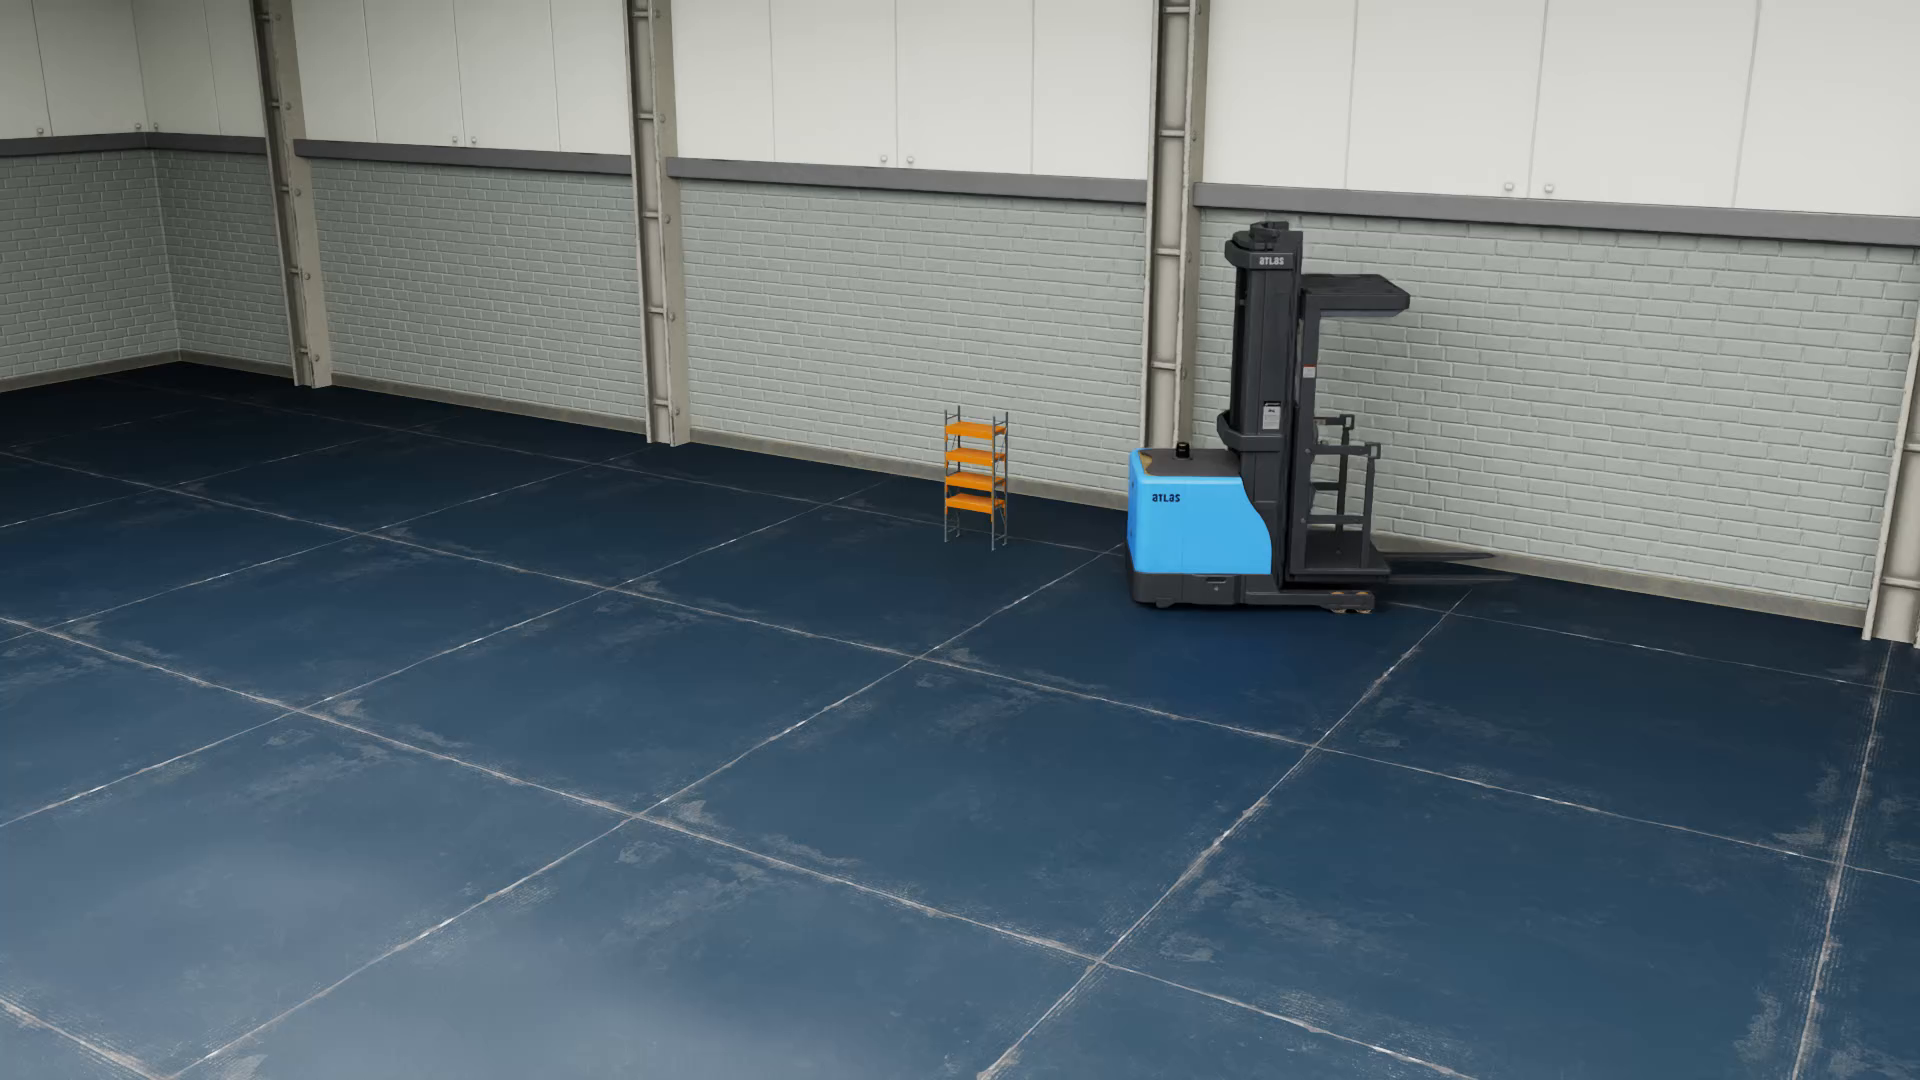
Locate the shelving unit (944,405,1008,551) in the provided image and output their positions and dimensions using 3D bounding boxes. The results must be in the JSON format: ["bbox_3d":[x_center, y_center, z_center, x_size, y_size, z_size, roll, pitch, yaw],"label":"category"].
[{"bbox_3d":[0.141,-0.549,14.624,0.503,1.200,0.258,10,20,30],"label":"shelving unit"}]

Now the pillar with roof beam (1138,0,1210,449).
[{"bbox_3d":[-0.369,-3.420,10.657,0.400,9.000,9.100,10,20,30],"label":"pillar with roof beam"}]

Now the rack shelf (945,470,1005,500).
[{"bbox_3d":[0.141,-0.485,14.643,0.480,0.148,0.258,10,20,30],"label":"rack shelf"}]

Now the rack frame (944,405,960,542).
[{"bbox_3d":[-0.067,-0.586,14.746,0.015,1.200,0.240,10,20,30],"label":"rack frame"}]

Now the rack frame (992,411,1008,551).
[{"bbox_3d":[0.349,-0.512,14.502,0.015,1.200,0.240,10,20,30],"label":"rack frame"}]

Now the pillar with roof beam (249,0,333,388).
[{"bbox_3d":[-10.595,-5.245,16.666,0.400,9.000,9.100,10,20,30],"label":"pillar with roof beam"}]

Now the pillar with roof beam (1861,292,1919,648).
[{"bbox_3d":[4.744,-2.507,7.652,0.400,9.000,9.100,10,20,30],"label":"pillar with roof beam"}]

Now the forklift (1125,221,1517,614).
[{"bbox_3d":[2.884,-0.985,13.082,3.031,2.935,1.130,0,17,1],"label":"forklift"}]

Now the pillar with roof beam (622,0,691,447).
[{"bbox_3d":[-5.482,-4.332,13.661,0.400,9.000,9.100,10,20,30],"label":"pillar with roof beam"}]

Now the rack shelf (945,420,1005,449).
[{"bbox_3d":[0.141,-0.925,14.510,0.480,0.148,0.258,10,20,30],"label":"rack shelf"}]

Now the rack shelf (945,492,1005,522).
[{"bbox_3d":[0.141,-0.295,14.701,0.480,0.148,0.258,10,20,30],"label":"rack shelf"}]

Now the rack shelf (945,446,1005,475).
[{"bbox_3d":[0.141,-0.699,14.578,0.480,0.148,0.258,10,20,30],"label":"rack shelf"}]
